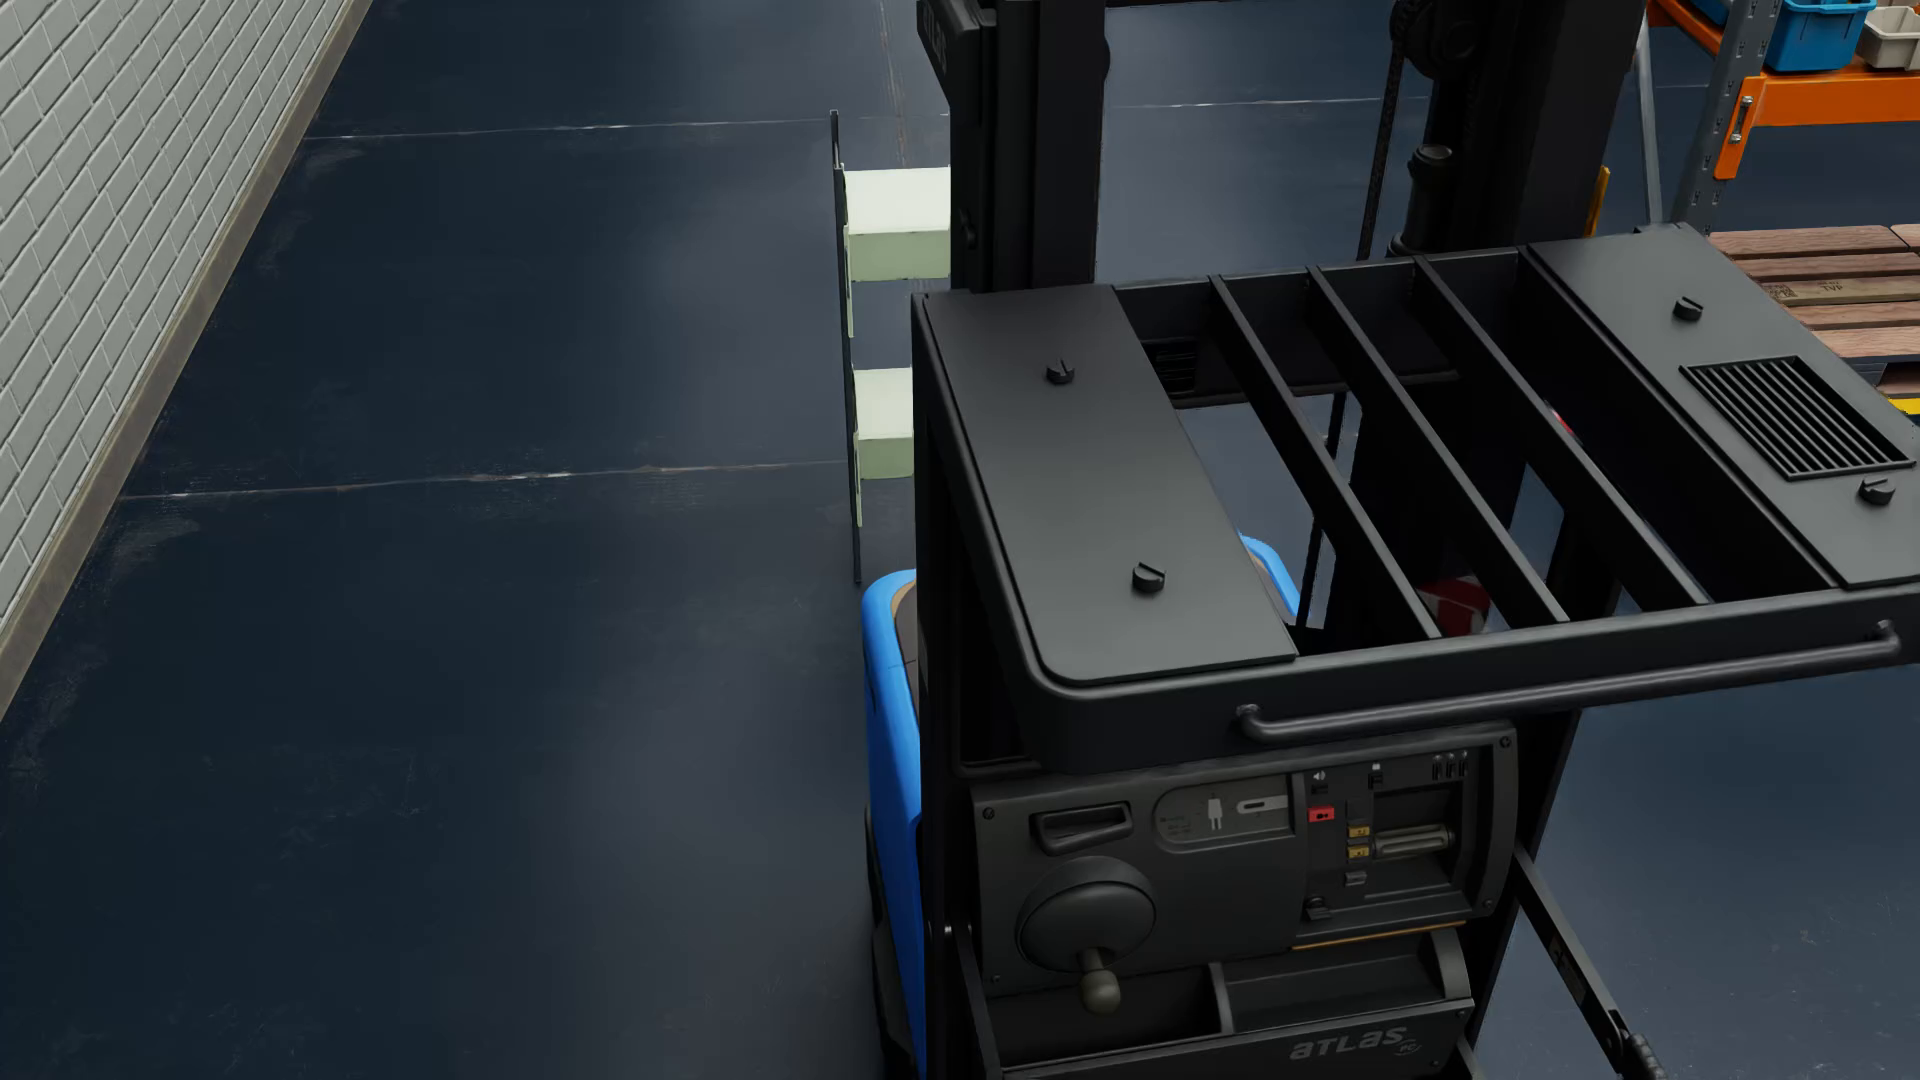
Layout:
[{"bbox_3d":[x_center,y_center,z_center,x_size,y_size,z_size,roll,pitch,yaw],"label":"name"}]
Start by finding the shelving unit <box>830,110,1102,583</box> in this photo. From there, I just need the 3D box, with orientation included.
[{"bbox_3d":[0.007,-0.589,5.286,0.755,1.500,0.431,-3,38,-4],"label":"shelving unit"}]

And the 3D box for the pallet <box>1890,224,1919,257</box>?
[{"bbox_3d":[4.621,-0.992,6.837,1.213,0.211,1.003,-3,38,-4],"label":"pallet"}]

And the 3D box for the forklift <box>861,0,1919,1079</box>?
[{"bbox_3d":[0.524,0.614,2.605,1.130,2.935,3.031,-7,39,-8],"label":"forklift"}]

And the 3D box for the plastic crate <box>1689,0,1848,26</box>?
[{"bbox_3d":[2.901,-2.171,6.004,0.499,0.435,0.616,-3,38,-4],"label":"plastic crate"}]

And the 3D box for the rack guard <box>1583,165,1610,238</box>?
[{"bbox_3d":[2.561,-1.010,6.626,0.348,0.500,1.175,-3,38,-4],"label":"rack guard"}]

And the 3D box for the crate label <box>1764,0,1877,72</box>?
[{"bbox_3d":[2.859,-1.769,5.657,0.303,0.233,0.416,-3,38,-4],"label":"crate label"}]

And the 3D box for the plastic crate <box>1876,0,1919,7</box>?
[{"bbox_3d":[3.380,-2.077,6.125,0.243,0.136,0.396,-3,38,-4],"label":"plastic crate"}]

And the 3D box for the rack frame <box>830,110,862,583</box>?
[{"bbox_3d":[-0.358,-0.569,5.260,0.023,1.500,0.400,-3,38,-4],"label":"rack frame"}]

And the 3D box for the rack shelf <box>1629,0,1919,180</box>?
[{"bbox_3d":[4.576,-1.828,6.226,4.000,0.370,1.077,-3,38,-4],"label":"rack shelf"}]

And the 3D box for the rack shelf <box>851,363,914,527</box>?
[{"bbox_3d":[0.007,-0.333,5.488,0.720,0.370,0.431,-3,38,-4],"label":"rack shelf"}]

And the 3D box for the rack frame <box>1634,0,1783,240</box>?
[{"bbox_3d":[2.584,-2.000,5.864,0.127,3.000,1.000,-3,38,-4],"label":"rack frame"}]

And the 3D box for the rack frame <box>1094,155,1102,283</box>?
[{"bbox_3d":[0.371,-0.609,5.311,0.023,1.500,0.400,-3,38,-4],"label":"rack frame"}]

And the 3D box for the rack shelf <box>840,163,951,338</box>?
[{"bbox_3d":[0.007,-0.896,5.044,0.720,0.370,0.431,-3,38,-4],"label":"rack shelf"}]

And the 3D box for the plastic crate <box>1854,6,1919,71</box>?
[{"bbox_3d":[3.186,-1.697,5.644,0.298,0.136,0.250,-3,38,-4],"label":"plastic crate"}]

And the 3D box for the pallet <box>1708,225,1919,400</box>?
[{"bbox_3d":[3.409,-0.927,6.755,1.213,0.211,1.003,-3,38,-4],"label":"pallet"}]
